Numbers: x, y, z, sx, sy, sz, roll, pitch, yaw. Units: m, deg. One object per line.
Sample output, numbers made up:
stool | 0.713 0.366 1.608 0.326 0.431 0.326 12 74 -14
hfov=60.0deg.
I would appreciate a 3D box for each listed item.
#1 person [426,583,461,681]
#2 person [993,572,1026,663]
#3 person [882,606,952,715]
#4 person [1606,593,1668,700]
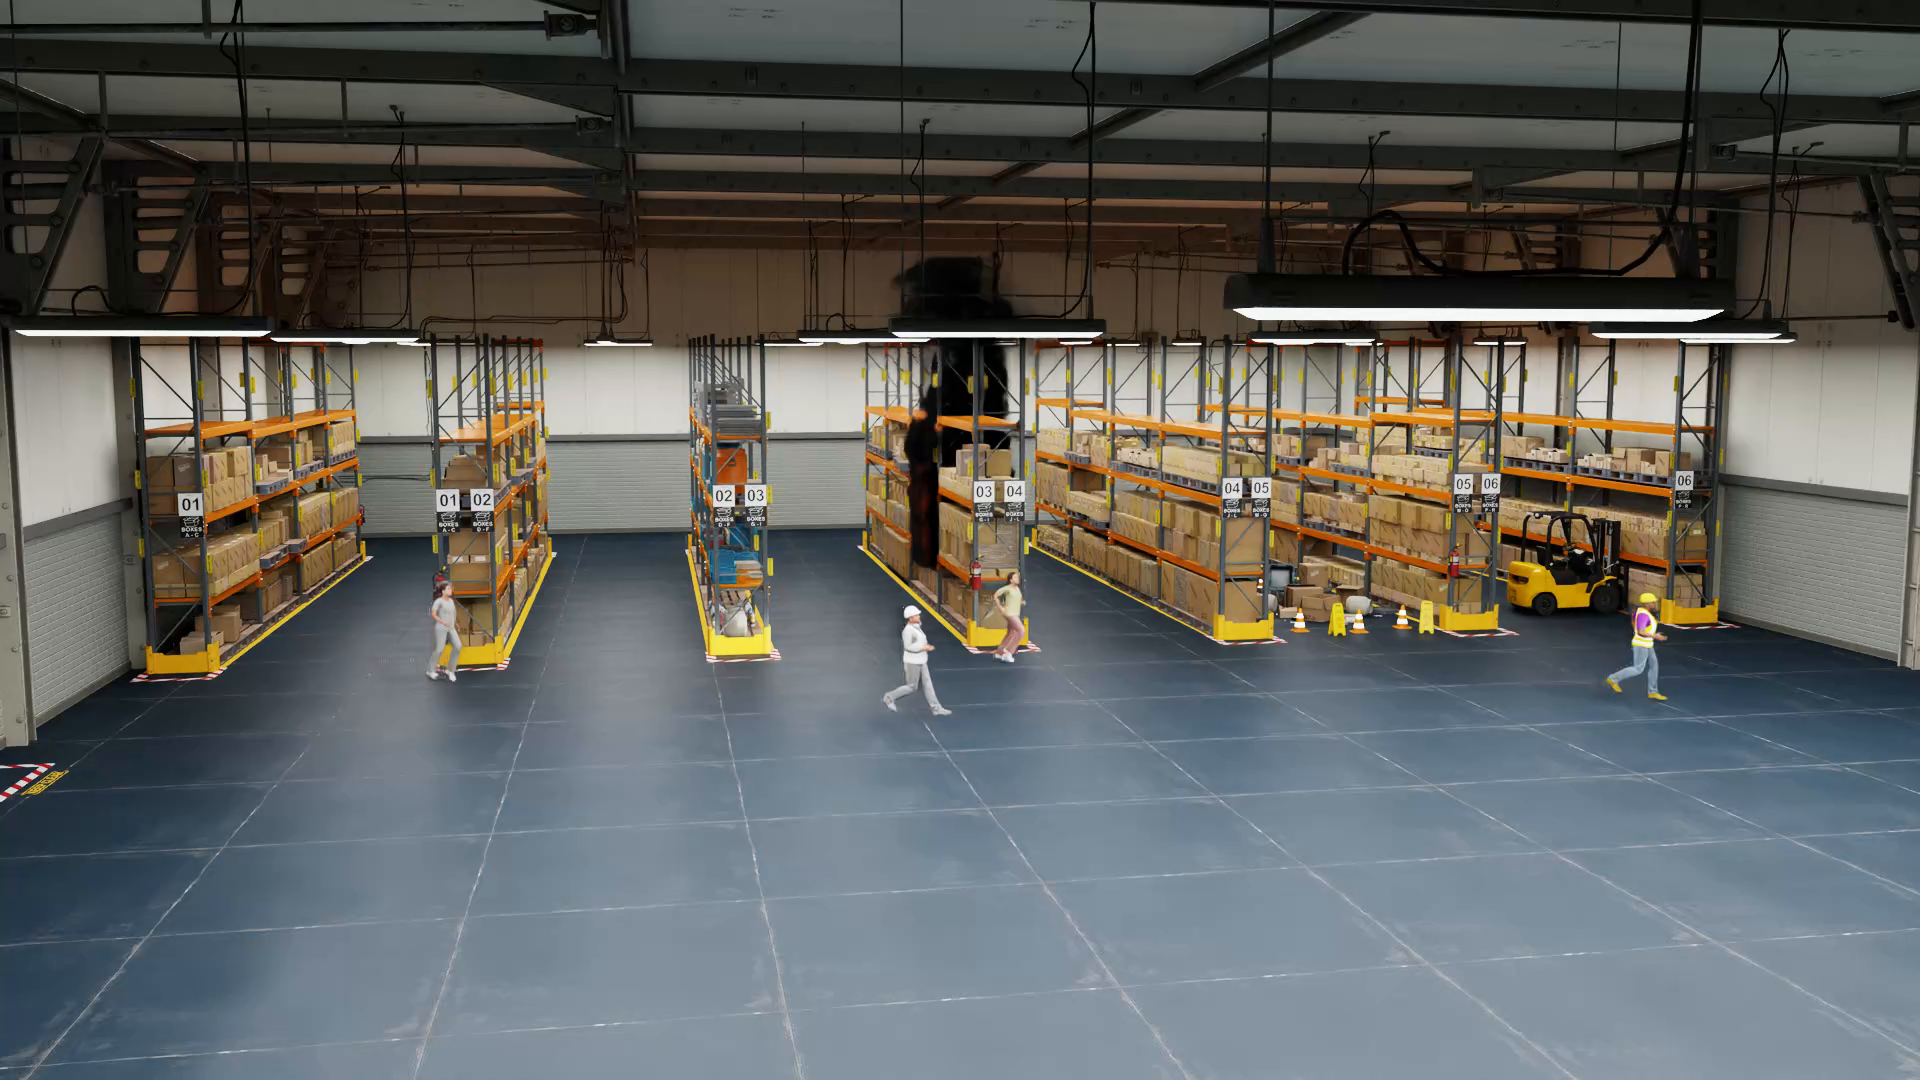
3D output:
person | -8.965 1.588 29.033 0.634 1.684 0.613 4 8 32
person | 0.953 1.403 30.556 0.642 1.651 0.564 3 7 27
person | -0.657 1.873 25.779 1.079 1.719 0.673 2 7 14
person | 11.130 1.731 27.240 0.948 1.754 0.681 4 7 28
